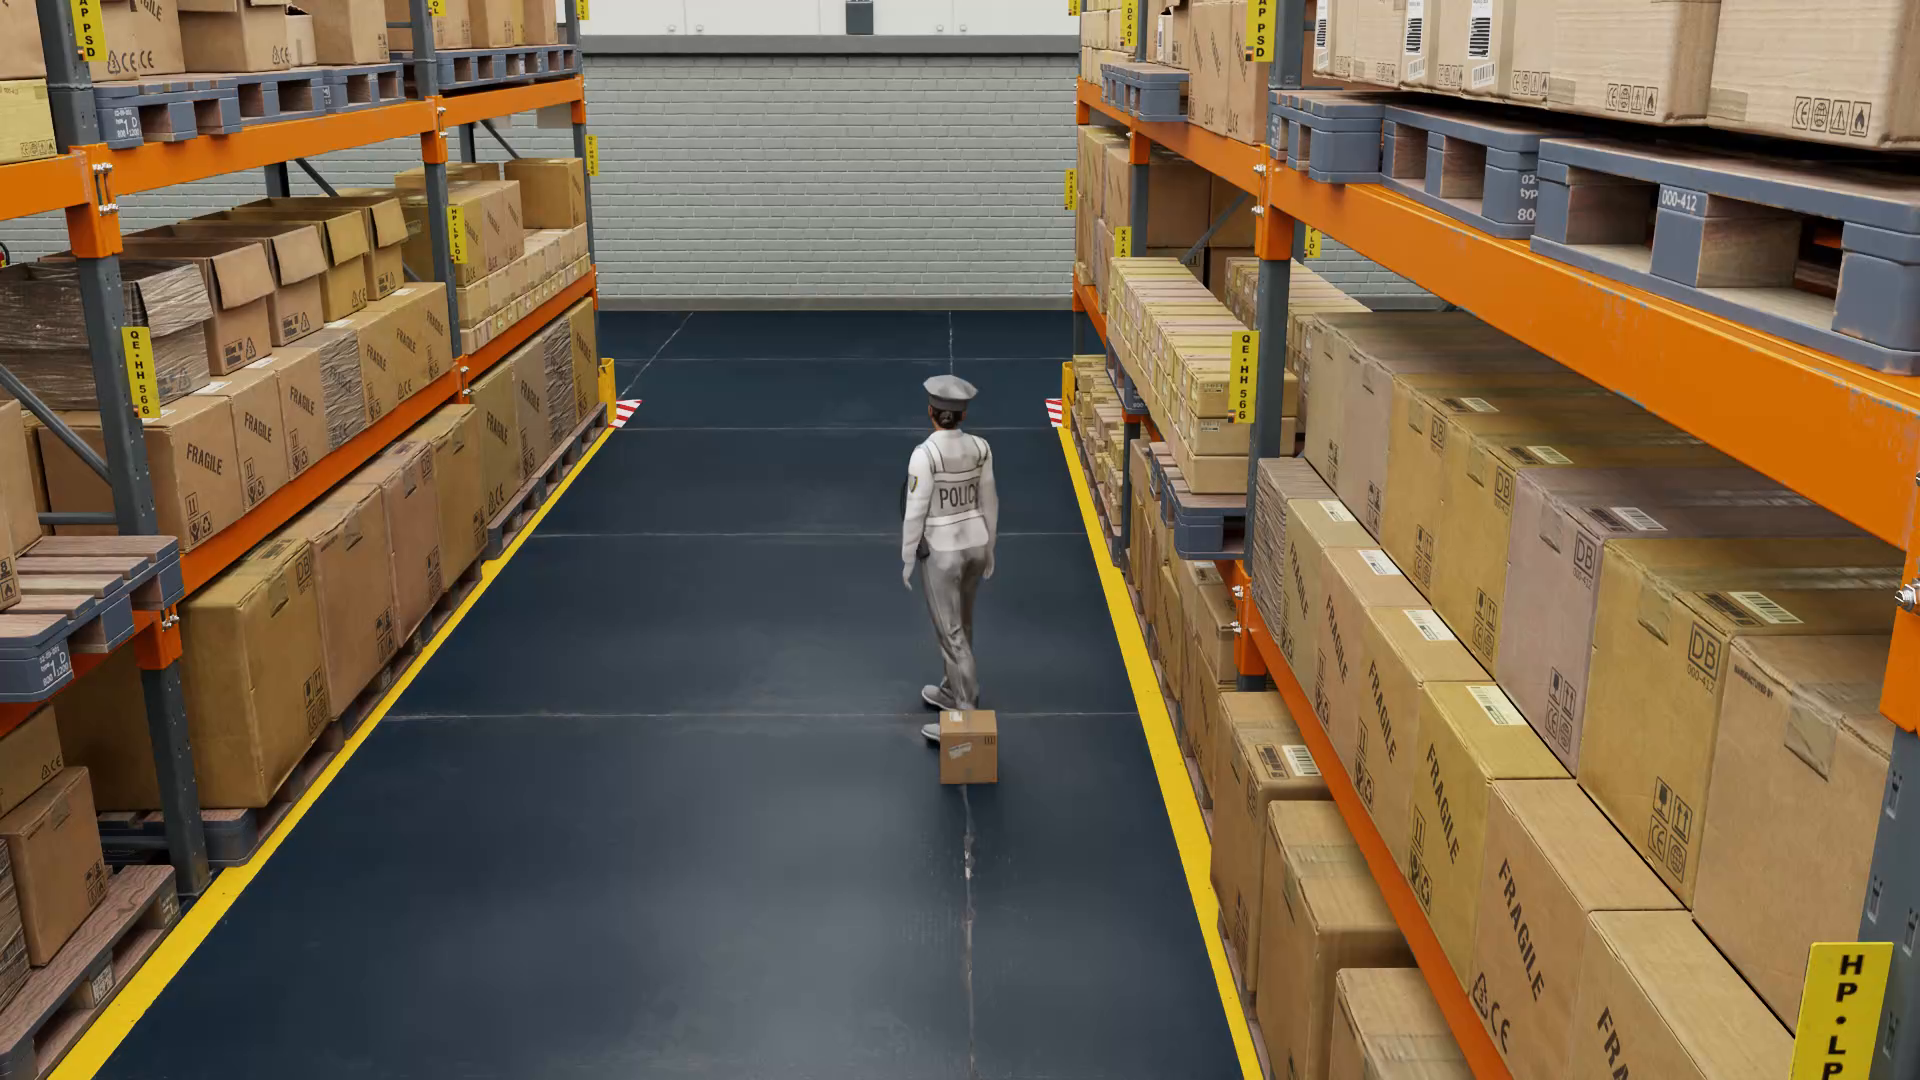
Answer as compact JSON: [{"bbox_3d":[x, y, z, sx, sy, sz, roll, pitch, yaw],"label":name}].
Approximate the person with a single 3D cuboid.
[{"bbox_3d":[-0.057,0.073,7.758,0.515,1.660,0.592,-16,24,-42],"label":"person"}]
